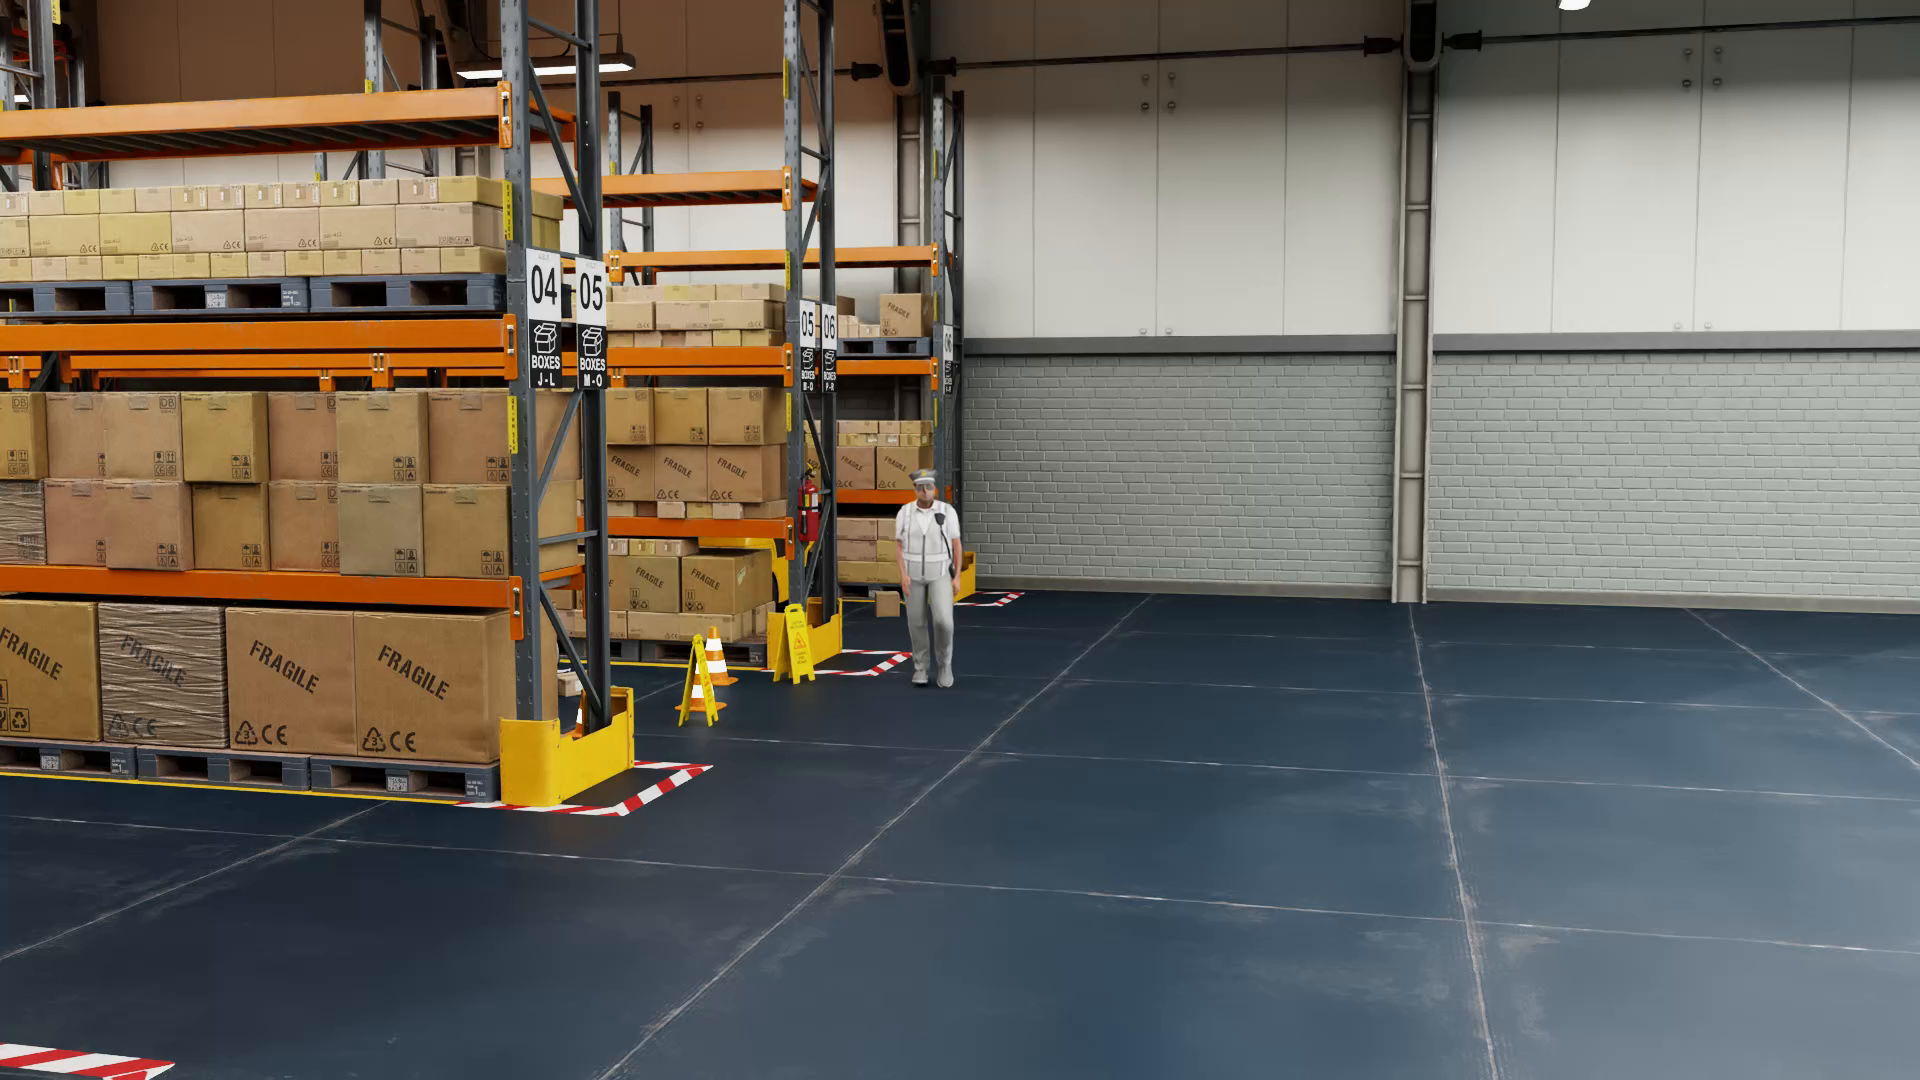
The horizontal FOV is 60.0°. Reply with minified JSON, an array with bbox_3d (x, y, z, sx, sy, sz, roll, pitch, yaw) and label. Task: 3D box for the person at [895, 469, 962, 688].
[{"bbox_3d":[-0.266,0.318,13.545,0.542,1.803,0.489,1,5,7],"label":"person"}]
